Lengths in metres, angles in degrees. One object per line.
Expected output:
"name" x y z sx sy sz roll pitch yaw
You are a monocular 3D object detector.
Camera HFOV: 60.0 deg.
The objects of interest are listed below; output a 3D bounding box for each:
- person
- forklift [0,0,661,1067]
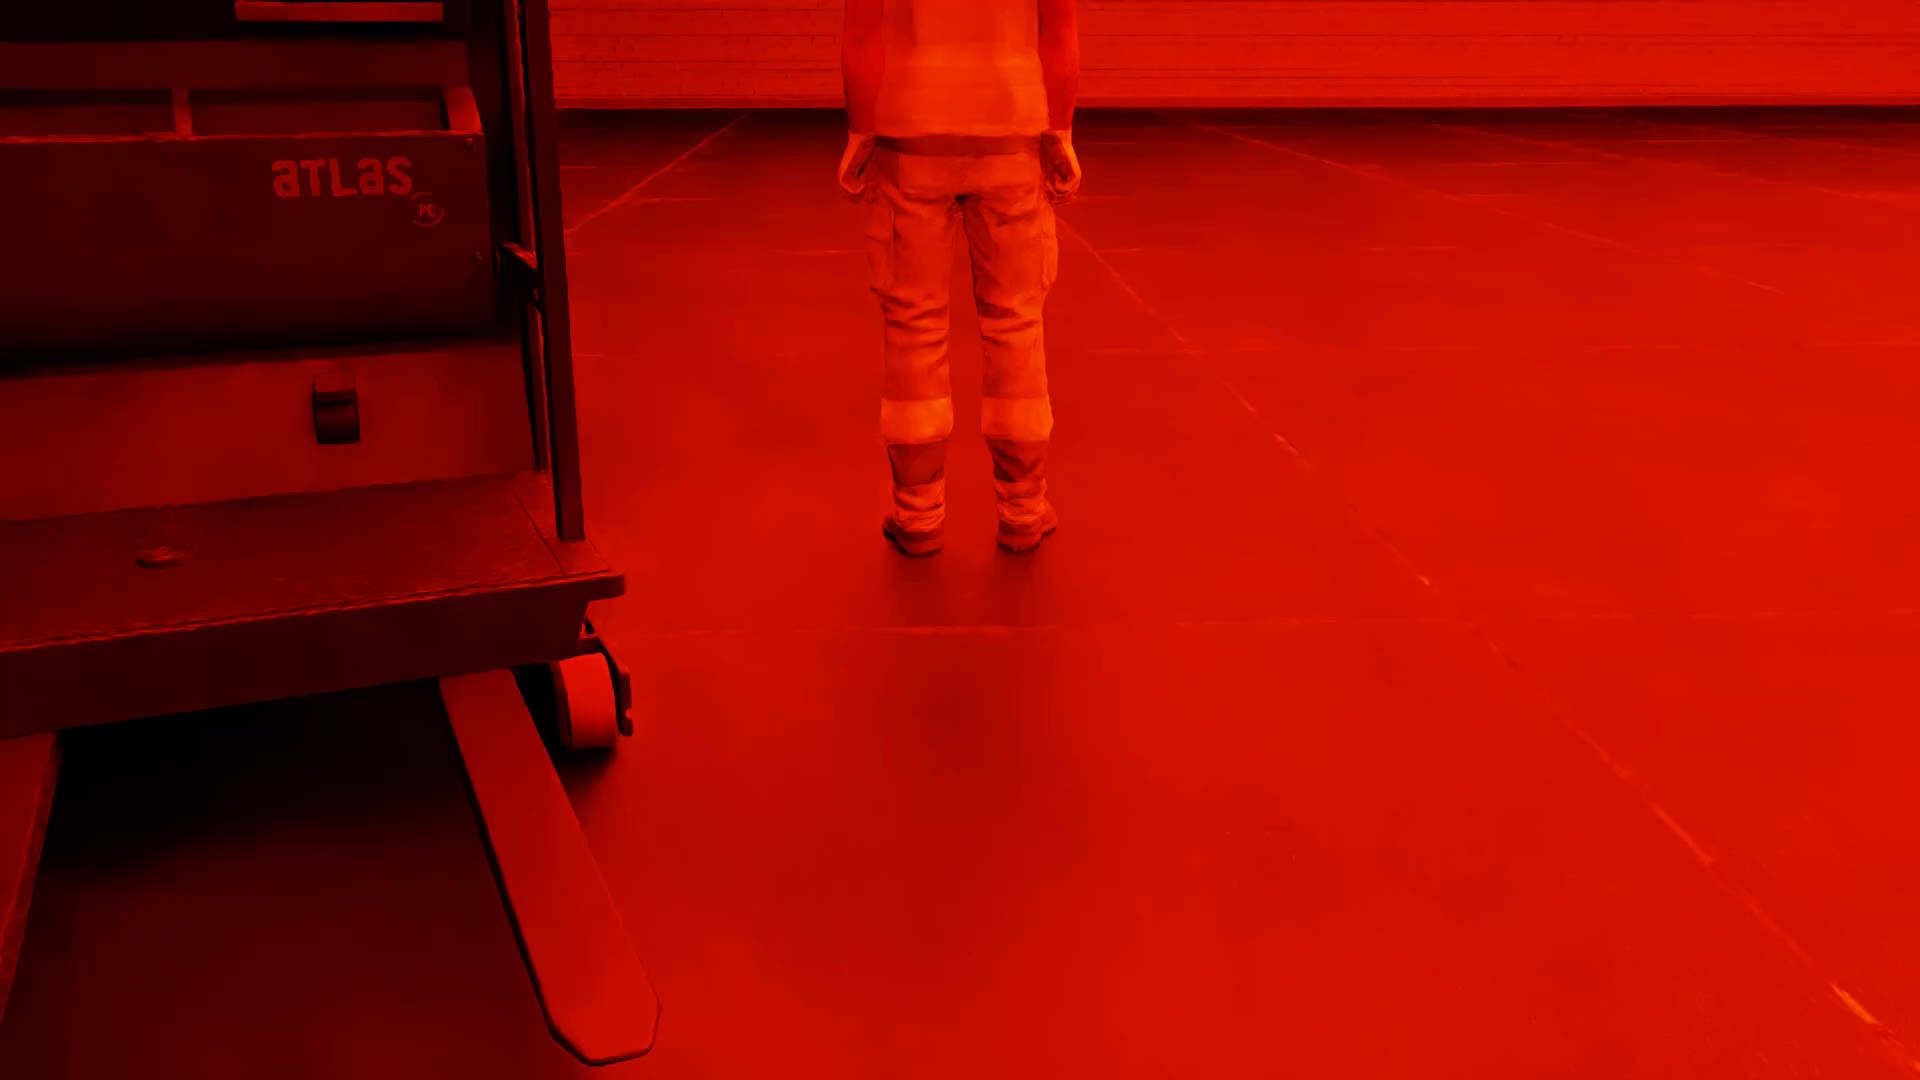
"person" -0.002 -0.863 3.676 0.540 1.795 0.349 -1 17 -3
"forklift" -1.190 -1.075 2.423 1.130 2.935 3.031 -7 18 -22
